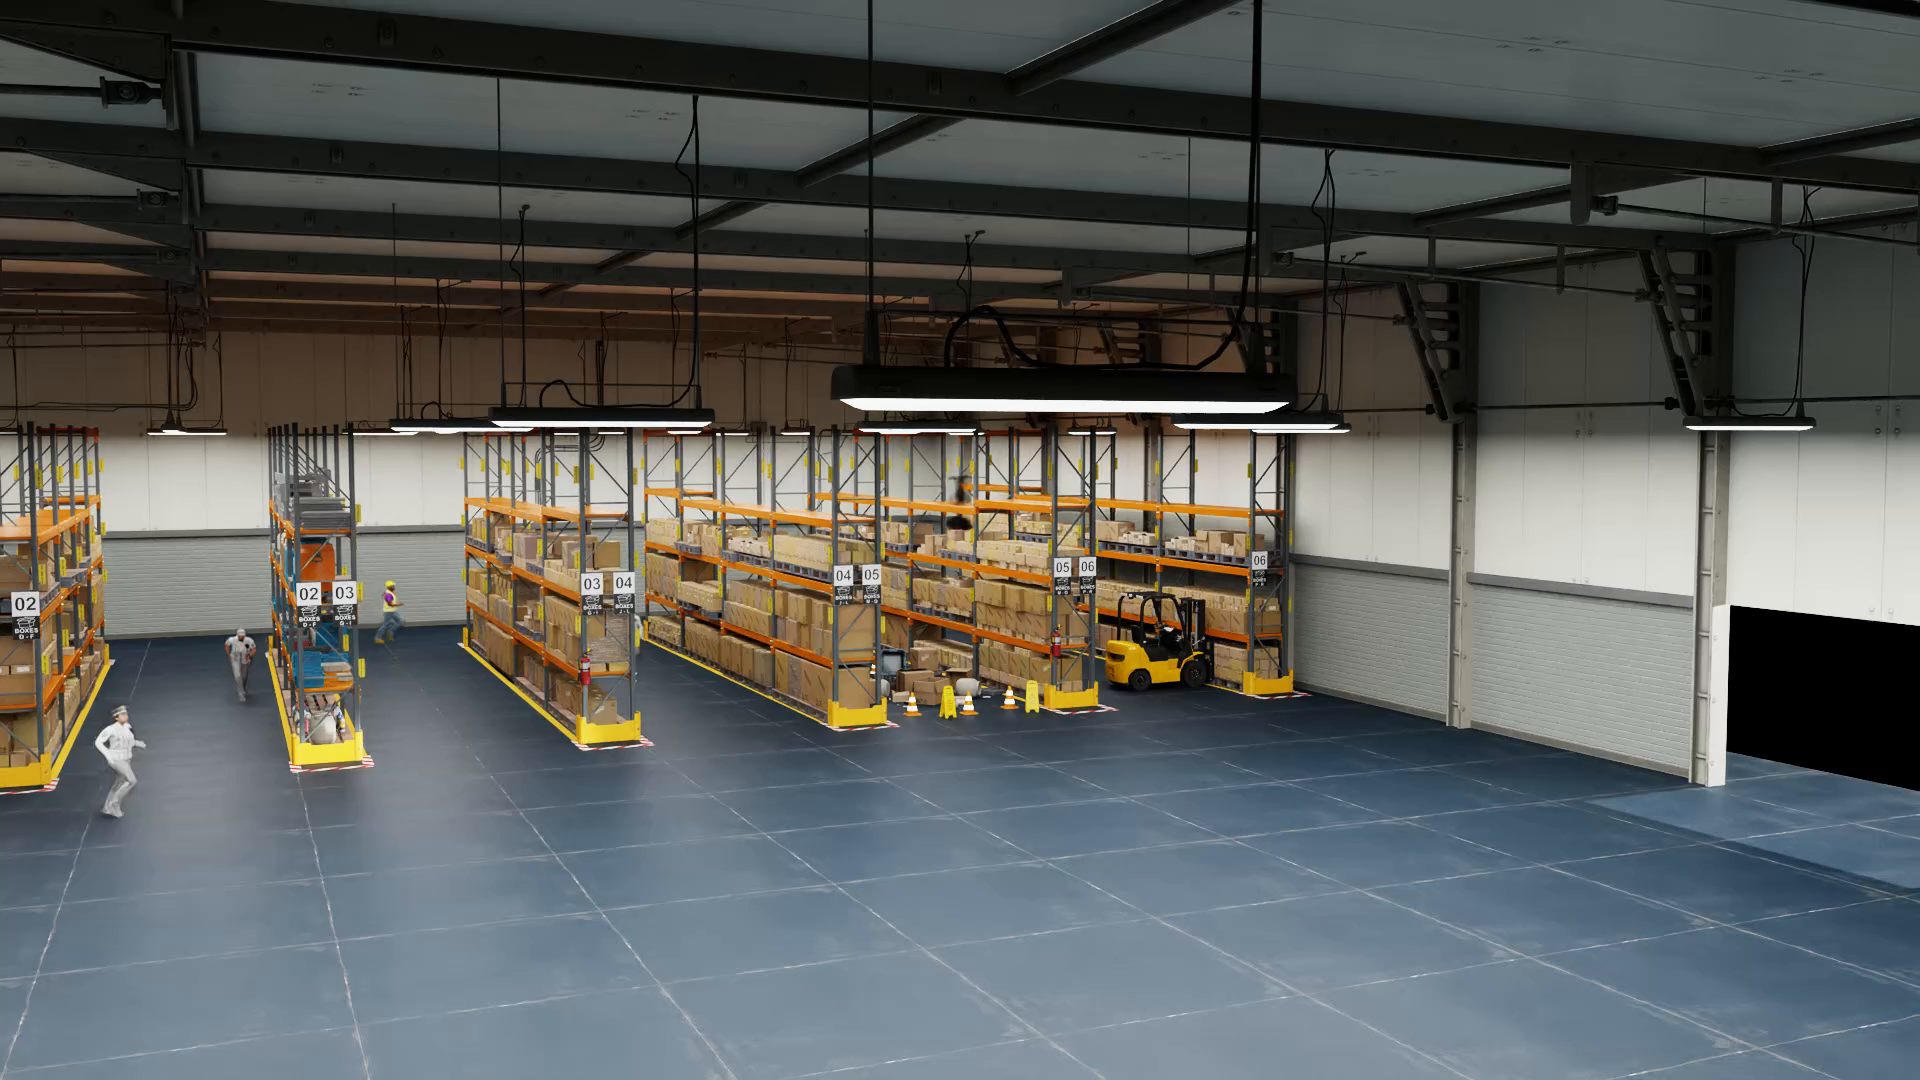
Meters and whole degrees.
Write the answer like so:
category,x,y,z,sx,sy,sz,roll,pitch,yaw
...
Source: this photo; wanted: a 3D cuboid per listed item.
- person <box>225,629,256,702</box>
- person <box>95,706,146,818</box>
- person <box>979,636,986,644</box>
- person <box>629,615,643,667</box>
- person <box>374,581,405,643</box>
category,x,y,z,sx,sy,sz,roll,pitch,yaw
person,-15.814,2.723,36.580,0.642,1.627,1.032,-1,4,-21
person,-12.683,3.347,25.191,0.650,1.696,0.587,0,3,4
person,0.749,2.177,43.543,0.724,1.794,0.952,-2,4,-24
person,-8.092,2.405,40.974,0.616,1.659,0.554,-2,4,-24
person,-15.927,1.996,46.487,0.841,1.725,0.718,0,4,-7
